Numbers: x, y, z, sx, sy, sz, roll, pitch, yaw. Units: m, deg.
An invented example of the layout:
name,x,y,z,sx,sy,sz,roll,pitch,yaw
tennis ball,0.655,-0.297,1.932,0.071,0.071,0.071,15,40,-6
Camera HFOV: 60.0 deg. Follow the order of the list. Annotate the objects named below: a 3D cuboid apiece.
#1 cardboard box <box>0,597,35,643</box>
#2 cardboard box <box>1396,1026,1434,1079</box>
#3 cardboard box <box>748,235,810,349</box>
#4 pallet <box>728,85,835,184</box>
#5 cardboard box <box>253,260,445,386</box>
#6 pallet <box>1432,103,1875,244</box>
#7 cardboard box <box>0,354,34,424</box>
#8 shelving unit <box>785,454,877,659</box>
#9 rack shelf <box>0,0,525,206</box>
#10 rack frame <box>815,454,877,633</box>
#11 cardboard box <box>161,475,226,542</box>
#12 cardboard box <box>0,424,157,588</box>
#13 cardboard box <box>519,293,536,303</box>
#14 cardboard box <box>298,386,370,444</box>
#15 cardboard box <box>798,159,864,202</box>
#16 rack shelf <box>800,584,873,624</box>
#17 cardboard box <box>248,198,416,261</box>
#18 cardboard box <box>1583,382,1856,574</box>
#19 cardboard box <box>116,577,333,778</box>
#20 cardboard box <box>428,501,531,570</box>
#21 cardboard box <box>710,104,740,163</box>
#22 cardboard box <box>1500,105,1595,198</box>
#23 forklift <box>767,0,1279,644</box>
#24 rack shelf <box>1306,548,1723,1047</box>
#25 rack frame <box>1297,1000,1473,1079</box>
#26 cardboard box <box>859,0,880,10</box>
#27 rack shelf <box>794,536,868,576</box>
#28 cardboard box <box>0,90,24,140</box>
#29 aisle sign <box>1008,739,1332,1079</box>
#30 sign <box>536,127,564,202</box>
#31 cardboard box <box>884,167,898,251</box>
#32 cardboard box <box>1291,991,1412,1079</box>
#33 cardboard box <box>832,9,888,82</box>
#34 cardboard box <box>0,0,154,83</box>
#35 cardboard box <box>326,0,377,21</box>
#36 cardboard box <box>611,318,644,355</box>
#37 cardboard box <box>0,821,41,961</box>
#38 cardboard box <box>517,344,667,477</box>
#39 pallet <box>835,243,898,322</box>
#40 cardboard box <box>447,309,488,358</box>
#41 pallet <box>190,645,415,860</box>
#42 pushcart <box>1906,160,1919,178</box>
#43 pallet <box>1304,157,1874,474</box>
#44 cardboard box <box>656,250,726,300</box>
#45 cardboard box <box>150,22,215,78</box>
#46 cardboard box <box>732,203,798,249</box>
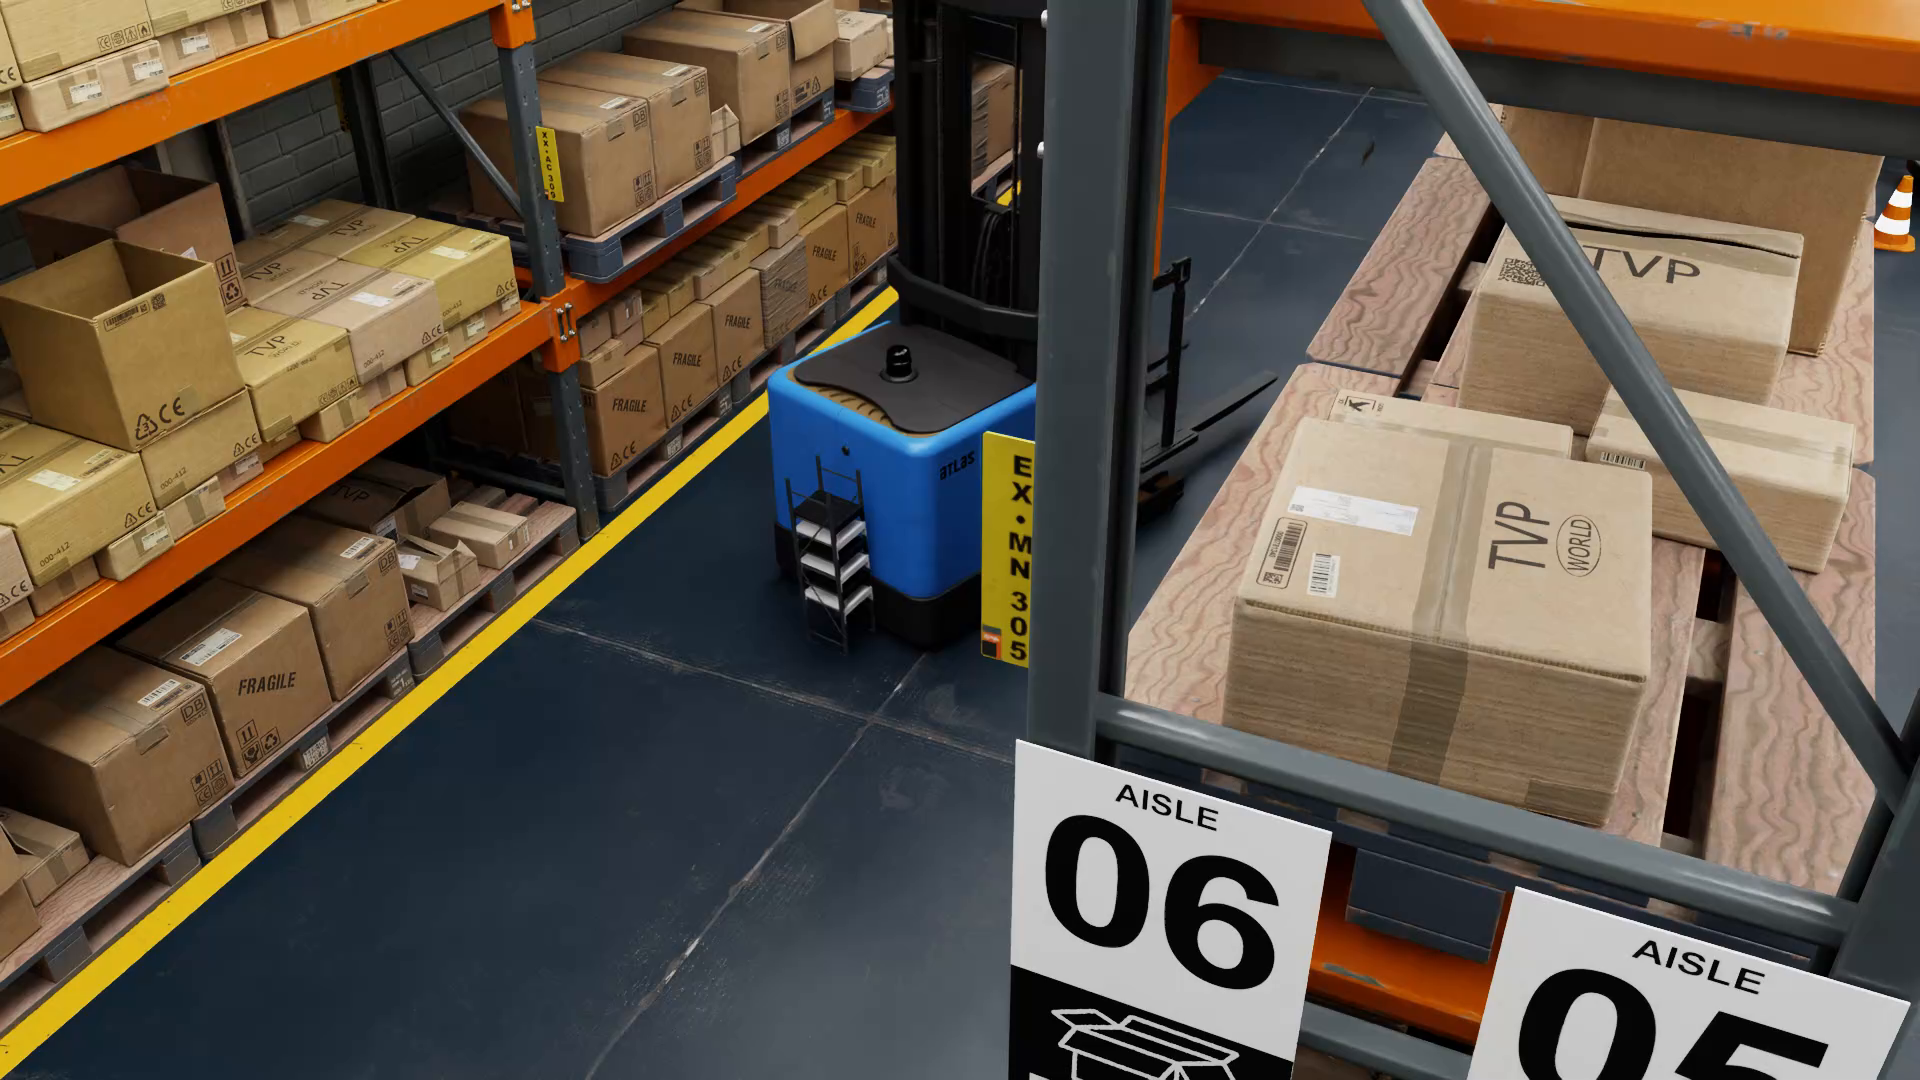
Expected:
name,x,y,z,sx,sy,sz,roll,pitch,yaw
cardboard box,-3.259,0.223,5.403,0.380,0.149,0.250,15,36,22
cardboard box,0.546,0.989,3.003,0.500,0.500,0.500,15,36,22
cardboard box,-1.220,-1.477,9.664,0.500,0.500,0.500,13,35,19
pallet,-1.412,-2.328,9.240,1.003,0.211,1.213,14,36,20
cardboard box,-2.464,-0.885,6.729,0.500,0.250,0.500,14,36,21
pallet,1.882,-1.061,4.478,1.003,0.211,1.213,14,36,20
cardboard box,-3.351,-0.507,6.154,0.500,0.250,0.500,14,36,20
shelving unit,-0.559,0.080,7.293,0.258,0.900,0.210,21,43,29
rack shelf,-3.113,-1.343,5.483,1.077,0.370,4.000,14,36,20
rack frame,-0.501,0.028,7.357,0.240,0.900,0.006,21,43,29
cardboard box,-2.887,-0.155,5.980,0.380,0.149,0.250,15,36,22
cardboard box,-3.095,-0.124,5.568,0.500,0.250,0.500,13,36,20
cardboard box,-2.279,-1.169,8.602,0.380,0.149,0.250,14,36,21
cardboard box,-2.572,-0.536,6.561,0.380,0.149,0.250,14,36,20
cardboard box,-0.816,-2.211,10.192,0.380,0.149,0.250,13,35,19
rack shelf,-0.549,0.250,7.422,0.258,0.077,0.200,21,43,29
cardboard box,-2.729,-1.262,7.305,0.500,0.250,0.500,14,36,20
cardboard box,1.224,-0.112,2.705,0.380,0.149,0.250,16,36,22
cardboard box,-2.903,0.536,6.593,0.500,0.500,0.500,15,36,21
cardboard box,-2.243,-0.024,7.768,0.380,0.149,0.250,13,35,19
cardboard box,-1.346,-2.109,8.470,0.396,0.266,0.258,16,36,23
cardboard box,1.699,-1.085,3.865,0.797,0.503,0.637,17,37,24
forklift,0.495,-1.479,7.833,1.130,2.935,3.031,27,42,35
rack shelf,1.397,-0.206,3.749,1.077,0.370,4.000,14,36,20
rack frame,0.560,1.744,2.855,1.000,3.000,0.127,14,36,20
cardboard box,-0.647,-3.597,11.138,0.500,0.250,0.500,13,36,19
rack shelf,-0.562,0.035,7.258,0.258,0.077,0.200,21,43,29
cardboard box,-3.048,-1.278,4.958,0.380,0.149,0.250,14,36,20
aisle sign,0.249,0.621,2.196,0.394,0.787,0.004,14,36,20
sign,-1.780,-1.627,7.206,0.100,0.325,0.005,14,36,20
cardboard box,-0.584,-2.248,10.840,0.500,0.500,0.500,15,36,22
cardboard box,0.528,0.788,2.719,0.380,0.149,0.250,15,36,21
cardboard box,-0.750,-2.891,9.677,0.500,0.250,0.500,12,35,18
cardboard box,-2.901,-1.641,5.146,0.500,0.250,0.500,14,36,20
cardboard box,-2.384,-2.035,6.112,0.380,0.149,0.250,15,36,22
cardboard box,-1.839,-1.060,8.437,0.380,0.149,0.250,13,35,19
cardboard box,-3.608,1.192,5.590,0.797,0.503,0.637,13,35,19
cardboard box,-1.869,-0.705,8.486,0.500,0.500,0.500,16,36,23
pallet,-0.949,-1.848,10.876,1.003,0.211,1.213,14,36,20
cardboard box,-2.269,-0.929,7.160,0.380,0.149,0.250,15,36,22
pallet,-3.074,0.732,6.941,1.003,0.211,1.213,14,36,20
pushcart,7.673,-2.638,11.929,1.648,0.377,0.936,3,33,4
pallet,1.370,-0.455,3.554,1.003,0.211,1.213,14,36,20
cardboard box,-1.501,-1.446,9.025,0.380,0.149,0.250,14,36,20
cardboard box,-2.729,-1.660,5.540,0.380,0.149,0.250,15,36,21
cardboard box,-1.160,-1.821,9.597,0.380,0.149,0.250,12,35,18
